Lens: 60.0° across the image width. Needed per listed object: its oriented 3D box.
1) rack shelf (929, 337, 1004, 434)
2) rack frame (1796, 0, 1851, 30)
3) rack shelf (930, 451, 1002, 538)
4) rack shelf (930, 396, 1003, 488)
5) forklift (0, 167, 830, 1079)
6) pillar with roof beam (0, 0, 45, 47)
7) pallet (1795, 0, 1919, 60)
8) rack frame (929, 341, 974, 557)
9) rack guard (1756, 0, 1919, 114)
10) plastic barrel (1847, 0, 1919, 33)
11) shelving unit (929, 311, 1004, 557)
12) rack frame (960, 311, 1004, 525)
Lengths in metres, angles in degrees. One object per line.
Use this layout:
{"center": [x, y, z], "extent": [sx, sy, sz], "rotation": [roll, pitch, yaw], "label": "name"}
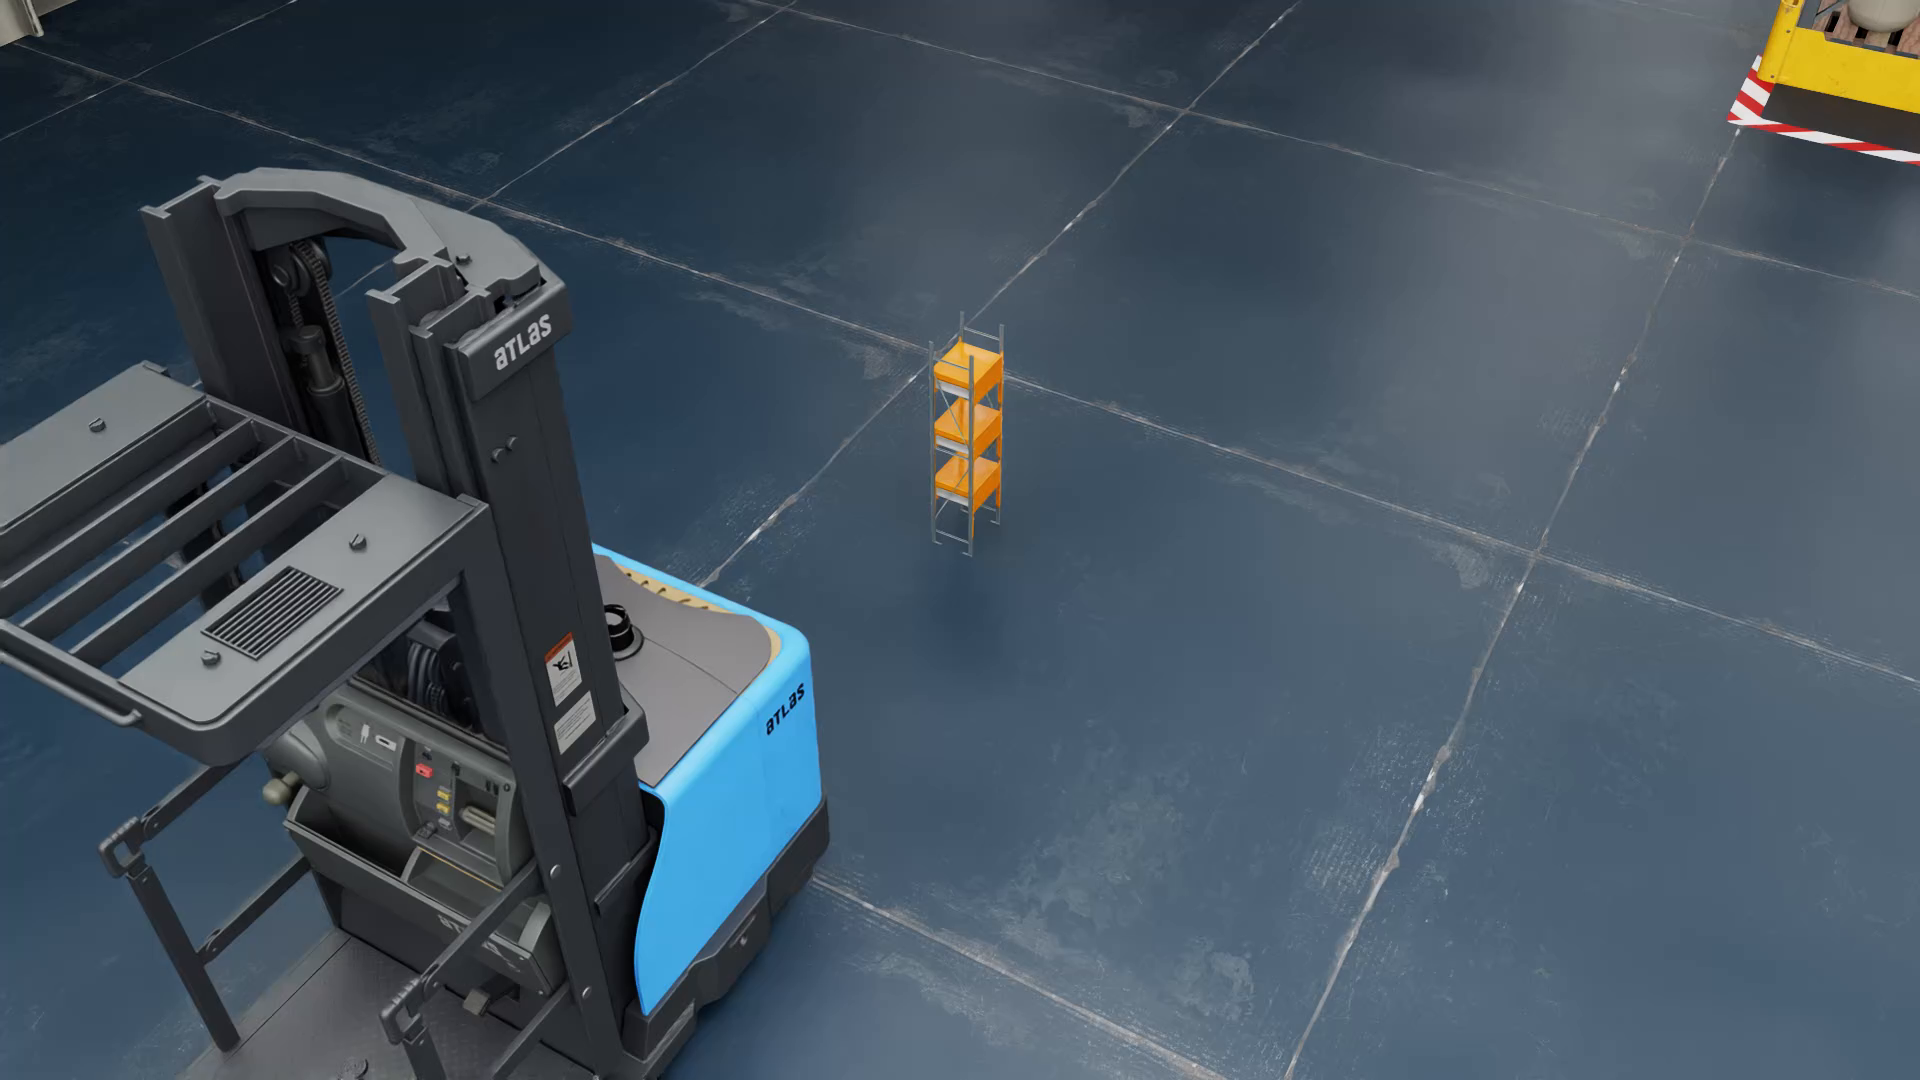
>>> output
{"center": [0.027, -0.630, 6.757], "extent": [0.215, 0.259, 0.240], "rotation": [21, 45, 22], "label": "rack shelf"}
{"center": [5.651, -3.905, 9.415], "extent": [1.000, 3.000, 0.127], "rotation": [21, 45, 22], "label": "rack frame"}
{"center": [0.027, -0.208, 7.128], "extent": [0.215, 0.259, 0.240], "rotation": [21, 45, 22], "label": "rack shelf"}
{"center": [0.027, -0.417, 6.945], "extent": [0.215, 0.259, 0.240], "rotation": [21, 45, 22], "label": "rack shelf"}
{"center": [-1.633, 0.691, 4.248], "extent": [1.130, 2.935, 3.031], "rotation": [21, 45, 22], "label": "forklift"}
{"center": [-2.601, -5.263, 6.417], "extent": [9.100, 9.000, 0.400], "rotation": [21, 45, 22], "label": "pillar with roof beam"}
{"center": [6.059, -3.381, 10.929], "extent": [1.003, 0.211, 1.213], "rotation": [21, 45, 22], "label": "pallet"}
{"center": [-0.034, -0.355, 6.859], "extent": [0.200, 1.050, 0.008], "rotation": [21, 45, 22], "label": "rack frame"}
{"center": [5.648, -3.026, 10.308], "extent": [1.175, 0.500, 0.348], "rotation": [21, 45, 22], "label": "rack guard"}
{"center": [5.914, -3.531, 10.555], "extent": [0.421, 0.512, 0.421], "rotation": [0, 41, 0], "label": "plastic barrel"}
{"center": [0.027, -0.425, 6.938], "extent": [0.215, 1.050, 0.252], "rotation": [21, 45, 22], "label": "shelving unit"}
{"center": [0.088, -0.494, 7.017], "extent": [0.200, 1.050, 0.008], "rotation": [21, 45, 22], "label": "rack frame"}
